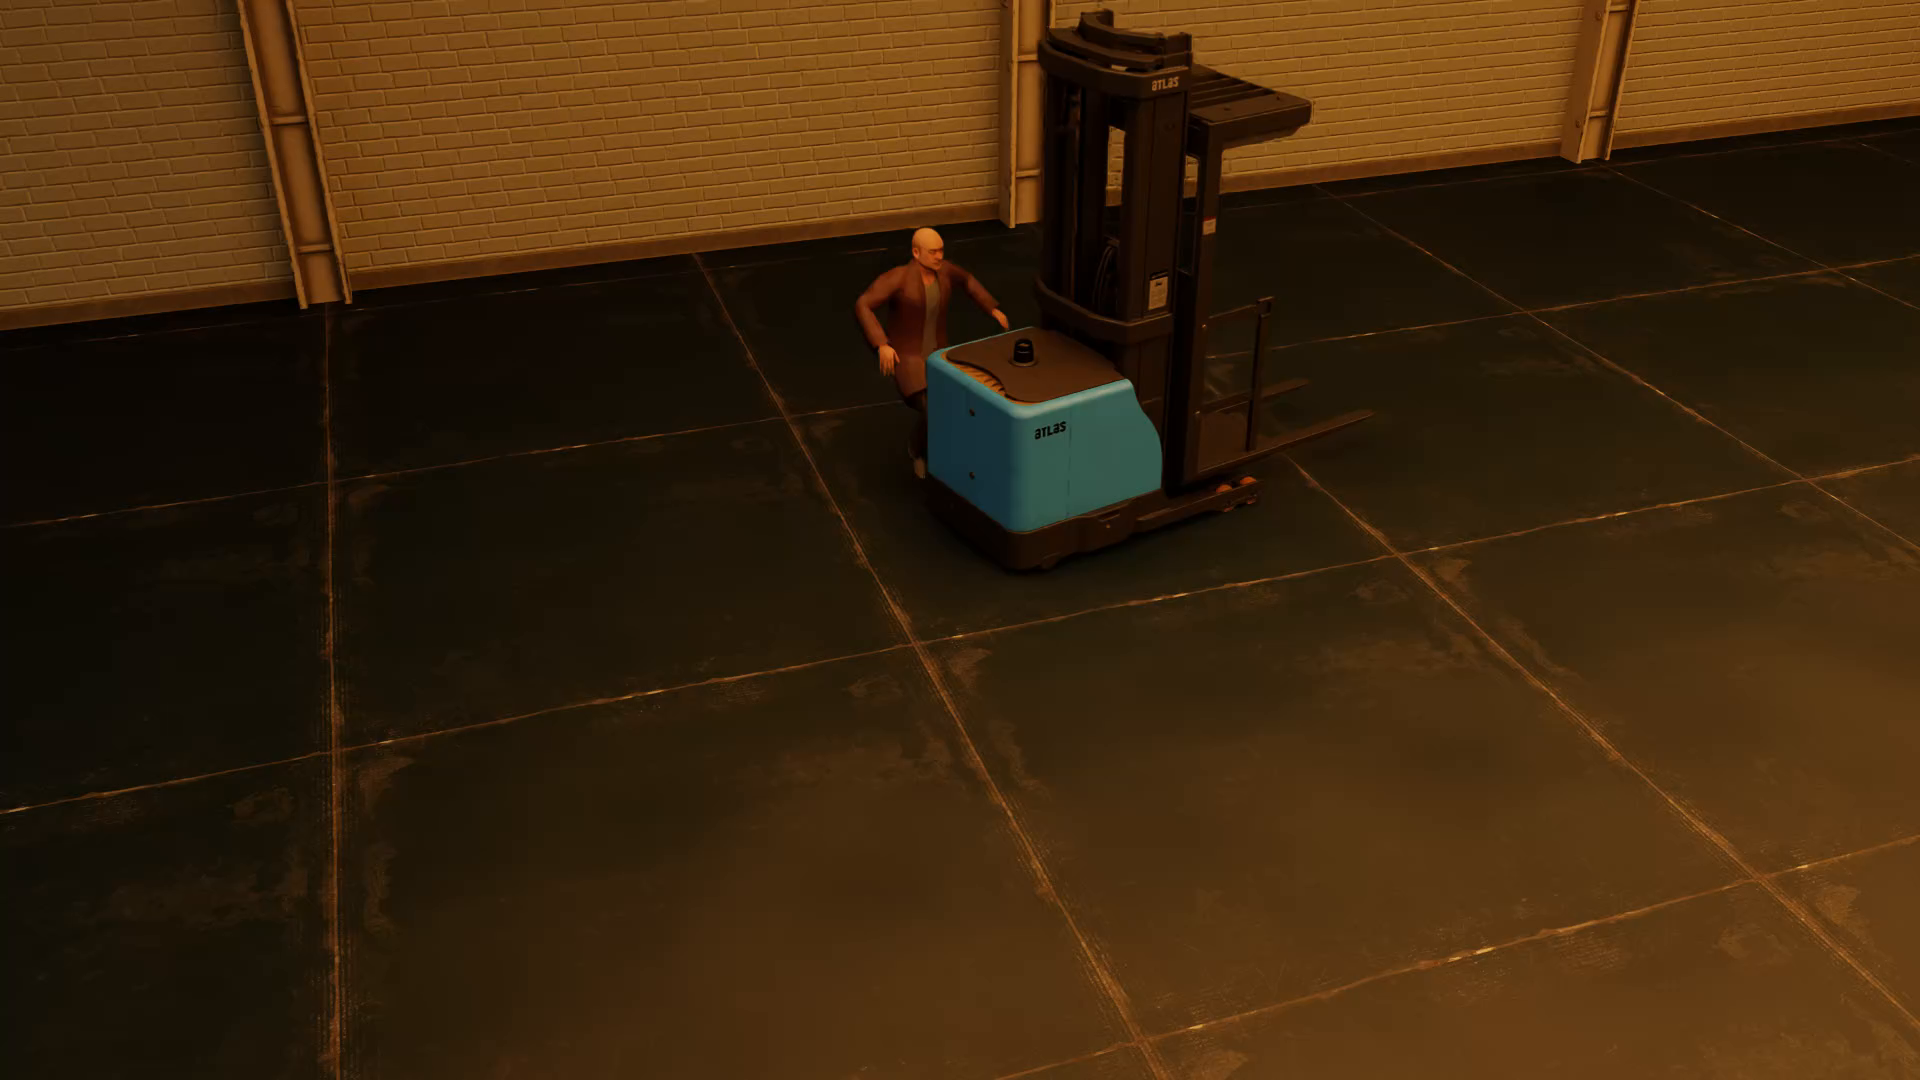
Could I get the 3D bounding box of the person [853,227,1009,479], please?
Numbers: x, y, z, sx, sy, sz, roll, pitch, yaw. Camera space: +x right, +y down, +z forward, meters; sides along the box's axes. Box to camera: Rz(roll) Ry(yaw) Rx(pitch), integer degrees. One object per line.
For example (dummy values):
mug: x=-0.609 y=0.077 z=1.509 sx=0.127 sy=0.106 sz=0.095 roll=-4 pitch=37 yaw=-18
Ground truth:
person: x=-0.076 y=-1.076 z=10.242 sx=1.076 sy=1.655 sz=0.805 roll=-22 pitch=36 yaw=-33

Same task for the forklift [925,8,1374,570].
forklift: x=1.301 y=-1.647 z=9.949 sx=3.031 sy=2.935 sz=1.130 roll=-18 pitch=34 yaw=-28
